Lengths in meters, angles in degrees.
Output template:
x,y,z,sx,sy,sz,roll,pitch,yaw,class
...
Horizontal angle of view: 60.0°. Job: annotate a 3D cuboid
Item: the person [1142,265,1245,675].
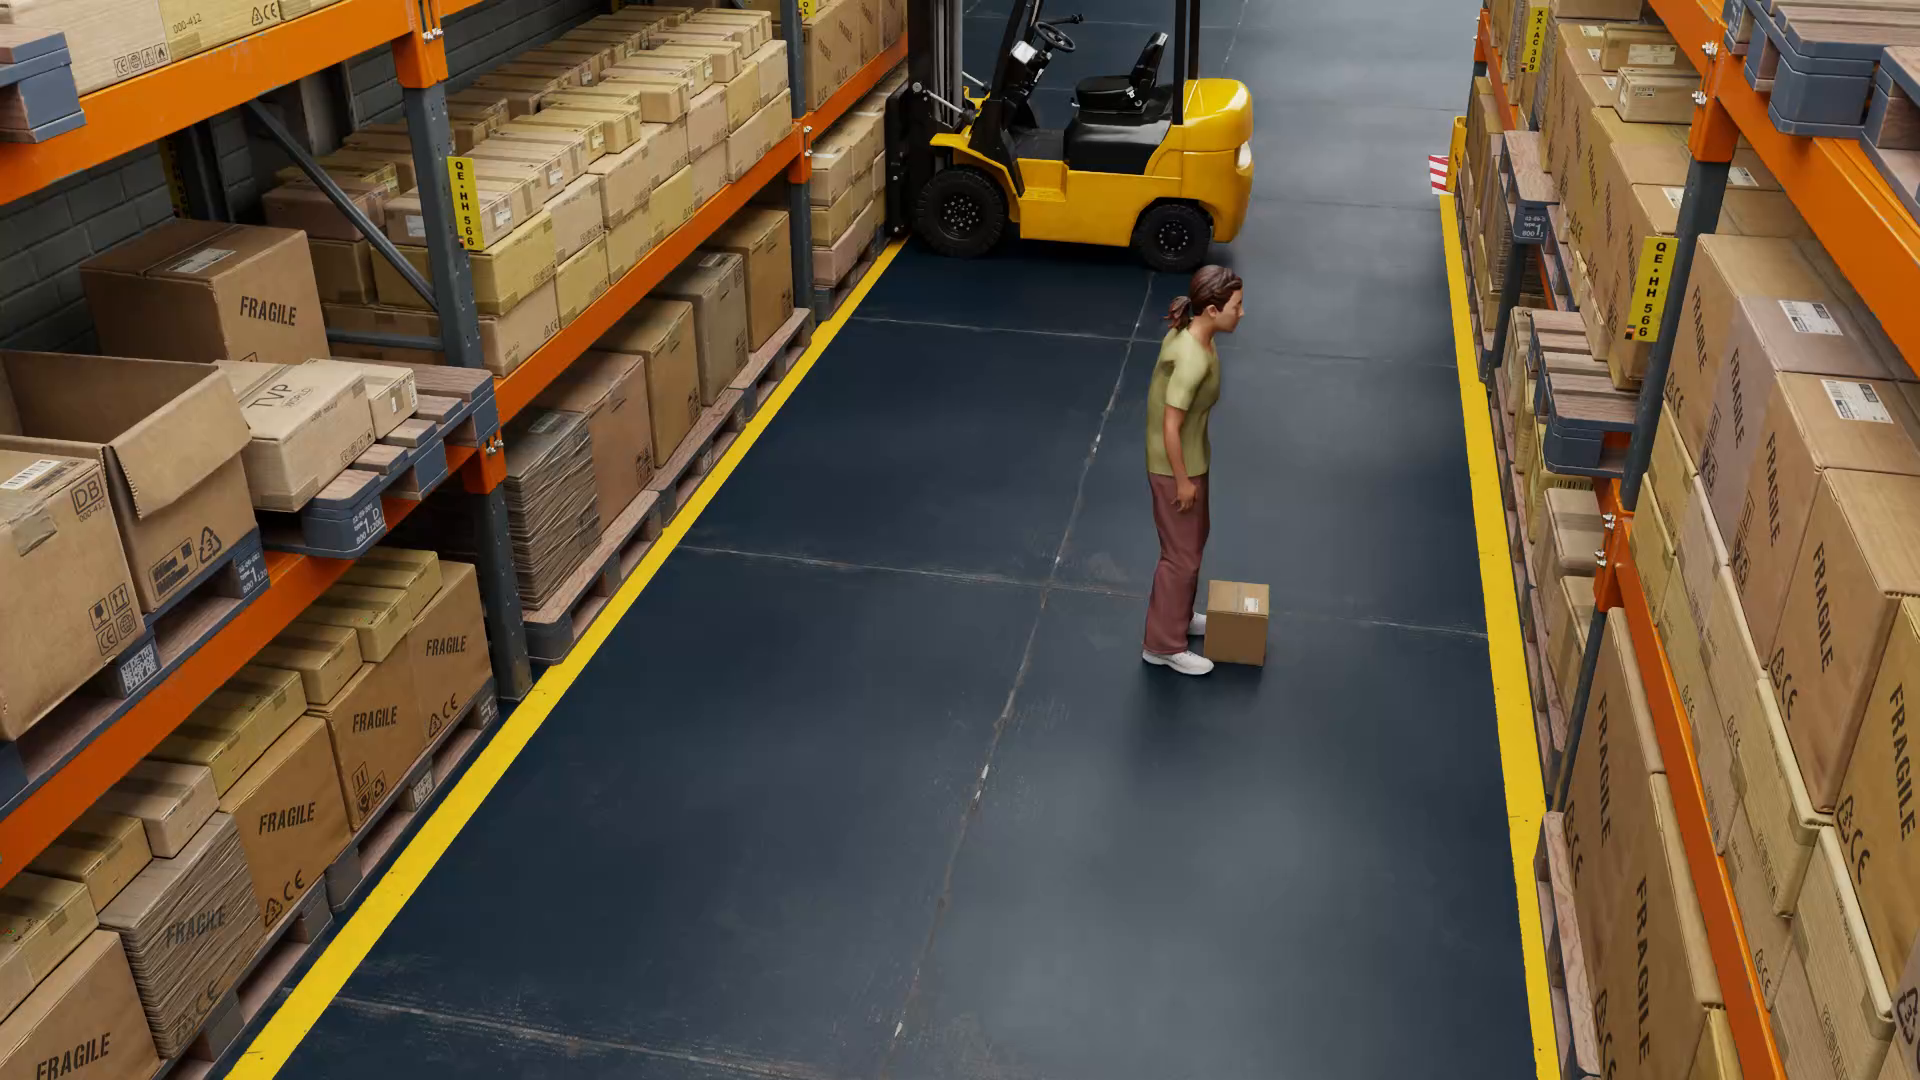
x,y,z,sx,sy,sz,roll,pitch,yaw,class
0.914,-0.296,6.662,0.354,1.673,0.500,6,29,10,person
